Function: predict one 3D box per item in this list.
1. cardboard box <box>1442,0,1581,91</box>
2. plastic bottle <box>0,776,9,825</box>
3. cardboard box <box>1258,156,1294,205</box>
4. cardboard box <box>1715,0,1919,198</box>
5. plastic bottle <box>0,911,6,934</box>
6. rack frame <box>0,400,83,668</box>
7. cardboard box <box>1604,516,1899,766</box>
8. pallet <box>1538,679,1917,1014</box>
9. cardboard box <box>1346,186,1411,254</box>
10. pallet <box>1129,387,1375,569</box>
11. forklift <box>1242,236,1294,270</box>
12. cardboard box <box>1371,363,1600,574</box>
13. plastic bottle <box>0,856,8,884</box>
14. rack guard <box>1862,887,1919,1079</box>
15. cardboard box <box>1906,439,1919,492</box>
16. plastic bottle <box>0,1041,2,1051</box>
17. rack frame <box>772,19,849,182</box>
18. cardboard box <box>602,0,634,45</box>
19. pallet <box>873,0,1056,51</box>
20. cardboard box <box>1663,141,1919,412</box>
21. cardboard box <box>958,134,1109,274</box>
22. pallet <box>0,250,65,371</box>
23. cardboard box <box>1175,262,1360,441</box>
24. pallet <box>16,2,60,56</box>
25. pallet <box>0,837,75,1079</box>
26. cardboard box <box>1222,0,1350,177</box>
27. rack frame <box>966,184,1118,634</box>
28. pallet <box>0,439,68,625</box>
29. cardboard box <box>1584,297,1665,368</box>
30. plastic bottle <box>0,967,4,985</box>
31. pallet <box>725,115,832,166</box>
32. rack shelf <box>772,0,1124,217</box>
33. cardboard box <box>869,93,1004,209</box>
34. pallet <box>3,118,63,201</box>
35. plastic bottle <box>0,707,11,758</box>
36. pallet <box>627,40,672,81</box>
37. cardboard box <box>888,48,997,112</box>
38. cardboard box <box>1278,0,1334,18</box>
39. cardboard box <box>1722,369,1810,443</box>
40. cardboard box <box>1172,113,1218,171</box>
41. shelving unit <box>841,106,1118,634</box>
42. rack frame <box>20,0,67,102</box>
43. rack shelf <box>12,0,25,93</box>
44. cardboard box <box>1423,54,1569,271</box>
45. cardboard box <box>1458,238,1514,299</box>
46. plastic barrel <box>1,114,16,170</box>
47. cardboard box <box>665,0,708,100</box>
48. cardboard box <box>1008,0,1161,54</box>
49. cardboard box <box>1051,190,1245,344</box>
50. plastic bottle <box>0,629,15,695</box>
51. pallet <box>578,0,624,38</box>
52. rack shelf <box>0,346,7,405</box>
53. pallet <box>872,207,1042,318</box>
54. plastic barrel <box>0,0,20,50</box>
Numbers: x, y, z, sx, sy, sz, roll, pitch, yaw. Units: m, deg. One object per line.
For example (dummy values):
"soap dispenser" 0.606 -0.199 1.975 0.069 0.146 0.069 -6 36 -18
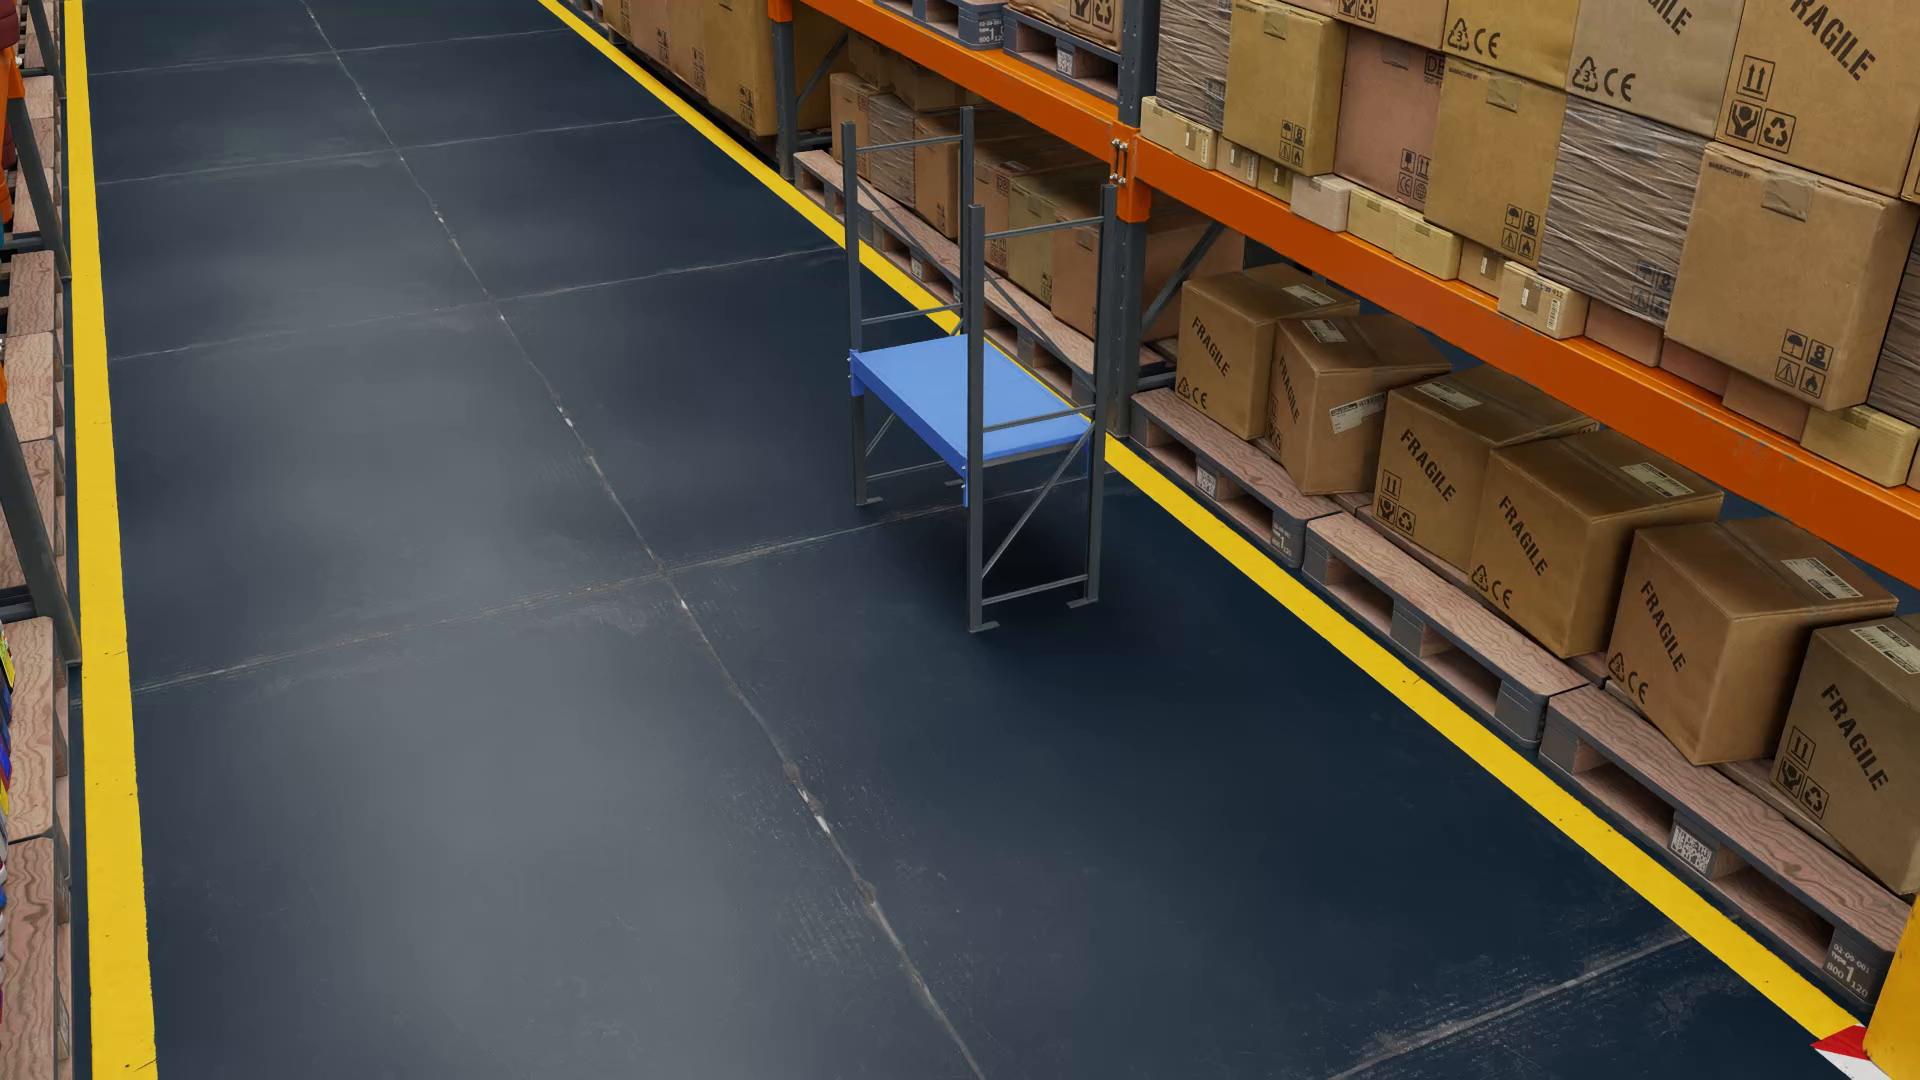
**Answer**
"cardboard box" 1.705 -1.555 4.527 0.500 0.500 0.500 -13 32 -22
"plastic bottle" -2.629 0.598 4.376 0.144 0.351 0.185 -13 32 -22
"cardboard box" 1.251 -1.263 5.693 0.380 0.149 0.250 -13 32 -22
"cardboard box" 2.125 -1.111 3.735 0.500 0.500 0.500 -13 32 -22
"plastic bottle" -2.399 0.873 4.038 0.097 0.201 0.097 0 29 0
"rack frame" -3.387 -0.817 4.641 1.000 3.000 0.127 -13 32 -22
"cardboard box" 2.263 0.281 4.809 0.500 0.500 0.500 -5 30 -9
"pallet" 2.454 0.726 4.739 1.003 0.211 1.213 -13 32 -22
"cardboard box" 1.466 -1.043 5.299 0.380 0.149 0.250 -13 32 -22
"pallet" 1.407 -0.352 6.661 1.003 0.211 1.213 -13 32 -22
"forklift" 1.327 -3.338 9.206 1.130 2.935 3.031 -11 31 -18
"cardboard box" 1.812 -0.256 5.766 0.500 0.500 0.500 -16 33 -26
"plastic bottle" -2.487 0.782 4.200 0.097 0.201 0.097 0 29 0
"rack guard" 2.771 0.966 4.015 1.175 0.500 0.348 -13 32 -22
"cardboard box" 2.388 -0.174 3.750 0.380 0.149 0.250 -13 32 -22
"plastic bottle" -2.211 1.066 3.693 0.097 0.201 0.097 0 29 0
"rack frame" -0.631 -3.624 9.646 1.000 3.000 0.127 -13 32 -22
"cardboard box" -2.055 -4.369 12.718 1.225 0.875 0.875 -13 32 -22
"pallet" 0.256 -2.675 8.149 1.003 0.211 1.213 -13 32 -22
"cardboard box" 2.269 -0.708 4.040 0.875 0.500 0.500 -13 32 -22
"cardboard box" 0.414 -1.696 8.314 0.700 0.500 0.500 -16 33 -26
"pallet" -4.806 -1.018 7.849 1.003 0.211 1.213 -13 32 -22
"cardboard box" 1.222 -0.765 6.674 0.500 0.500 0.500 -14 32 -23
"pallet" -7.699 -3.991 13.152 1.003 0.211 1.213 -13 32 -22
"pallet" -2.608 1.244 3.816 1.003 0.211 1.213 -13 32 -22
"cardboard box" 1.407 -1.591 5.613 0.875 0.500 0.500 -13 32 -22
"rack frame" 0.255 -0.392 5.416 0.500 1.500 0.032 -13 32 -22
"pallet" -3.759 0.060 5.927 1.003 0.211 1.213 -13 32 -22
"cardboard box" 1.944 -0.612 4.531 0.380 0.149 0.250 -13 32 -22
"plastic bottle" -2.314 0.930 3.864 0.097 0.271 0.097 0 29 0
"pallet" -0.901 -2.772 10.978 1.003 0.211 1.213 -13 32 -22
"rack shelf" 0.228 -2.427 8.247 1.077 0.370 4.000 -13 32 -22
"cardboard box" -0.075 -2.192 9.198 0.700 0.500 0.500 -16 33 -26
"pallet" -6.000 -2.246 10.039 1.003 0.211 1.213 -13 32 -22
"plastic bottle" -2.768 0.455 4.630 0.144 0.351 0.185 -15 32 -24
"pallet" -1.948 -3.850 12.900 1.003 0.211 1.213 -13 32 -22
"cardboard box" -0.079 -2.531 9.036 0.500 0.250 0.500 -9 31 -16
"cardboard box" 1.266 -1.994 5.311 0.500 0.500 0.500 -13 32 -22
"cardboard box" 2.141 -0.387 4.130 0.380 0.149 0.250 -13 32 -22
"cardboard box" 1.003 -1.476 6.073 0.380 0.149 0.250 -13 32 -22
"shelving unit" 0.037 -0.616 5.816 0.538 1.500 1.048 -13 32 -22
"rack frame" -6.821 -4.351 10.943 1.000 3.000 0.127 -13 32 -22
"rack shelf" -5.963 -3.154 9.543 1.077 0.370 4.000 -13 32 -22
"cardboard box" 1.890 -1.161 4.848 0.875 0.500 0.500 -13 32 -22
"cardboard box" 1.712 -0.829 4.918 0.380 0.149 0.250 -13 32 -22
"plastic barrel" -5.814 -2.427 9.547 0.600 0.588 0.708 -13 32 -22
"cardboard box" -1.284 -3.585 11.320 1.225 0.875 0.875 -13 32 -22
"cardboard box" 0.872 -2.682 6.924 1.000 1.000 1.000 -13 32 -22
"cardboard box" 0.842 -1.235 7.491 0.700 0.500 0.500 -16 33 -26
"plastic bottle" -2.882 0.319 4.942 0.061 0.283 0.133 -11 31 -20
"pallet" -2.604 -4.527 14.108 1.003 0.211 1.213 -13 32 -22
"rack shelf" -2.528 0.380 3.241 1.077 0.370 4.000 -13 32 -22
"pallet" 0.223 -1.524 8.752 1.003 0.211 1.213 -13 32 -22
"plastic barrel" -4.631 -2.502 7.506 0.600 0.536 0.708 -13 32 -22
